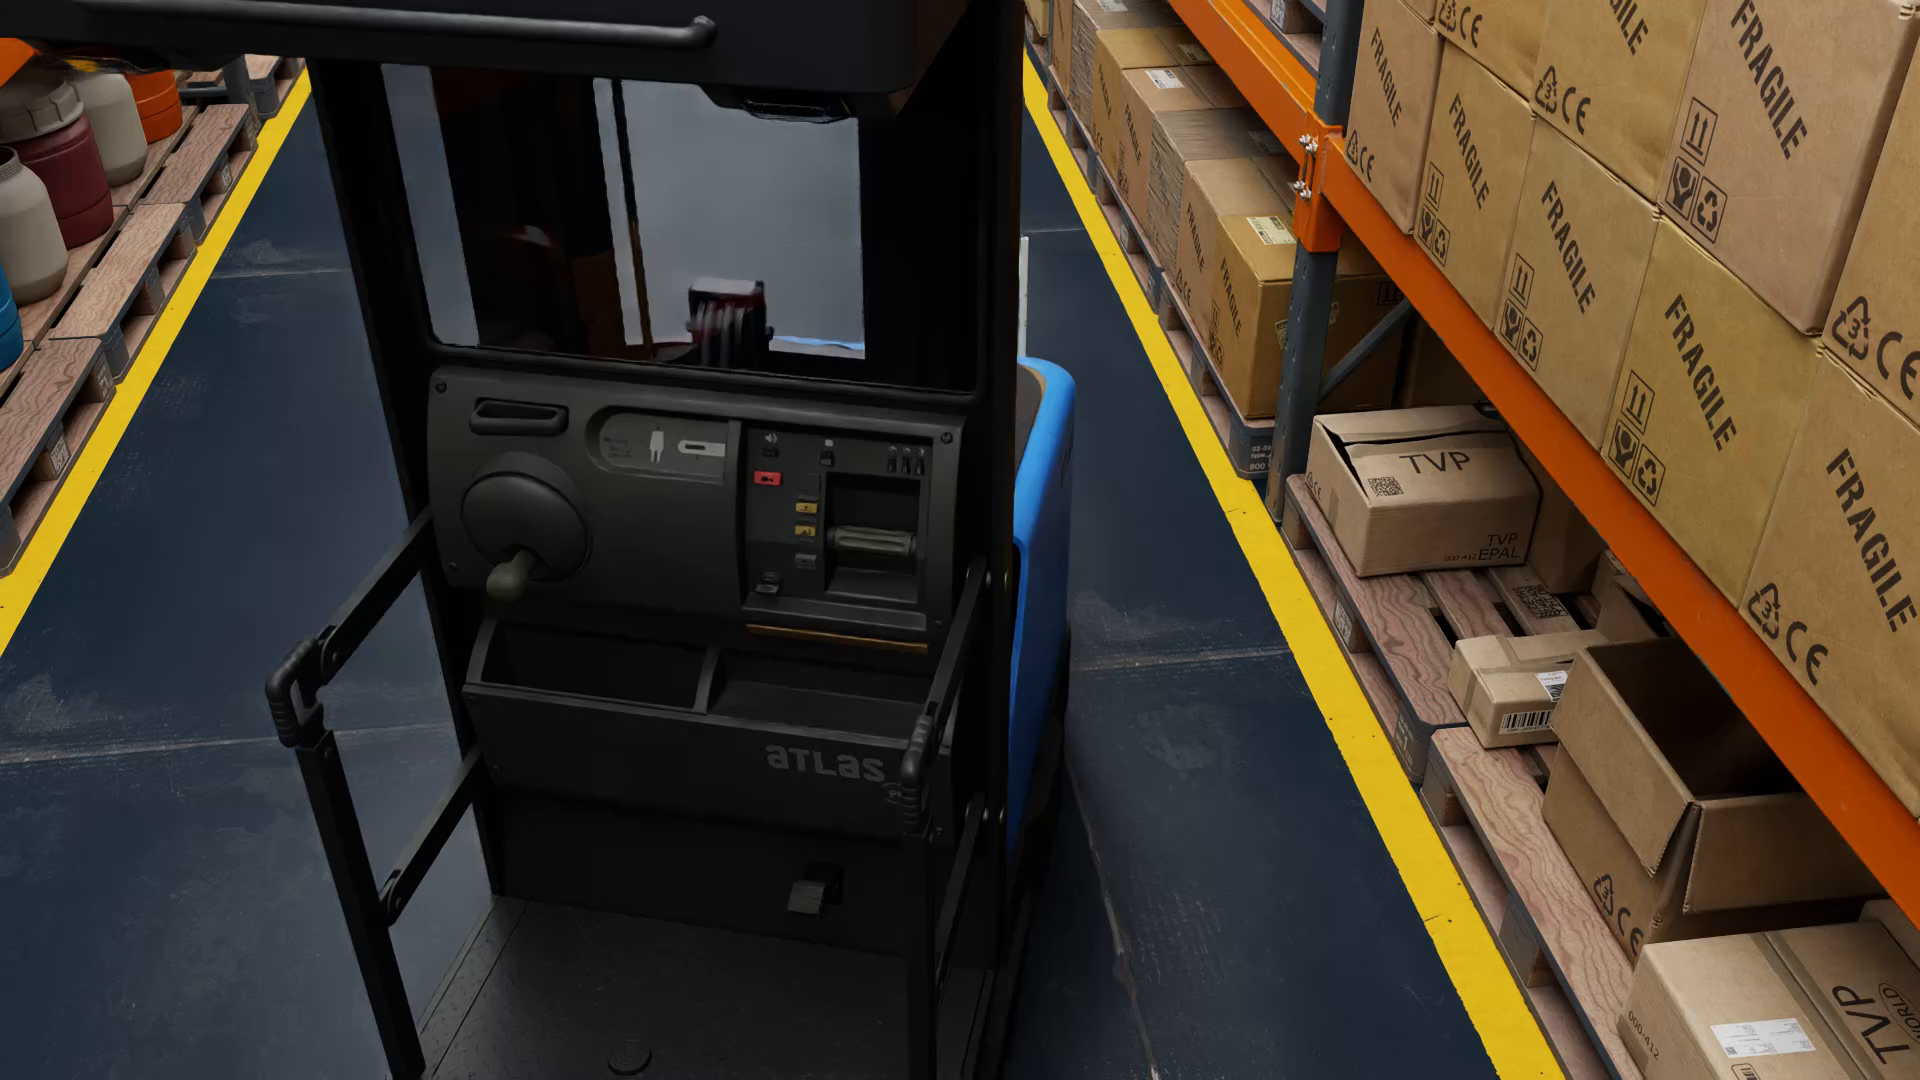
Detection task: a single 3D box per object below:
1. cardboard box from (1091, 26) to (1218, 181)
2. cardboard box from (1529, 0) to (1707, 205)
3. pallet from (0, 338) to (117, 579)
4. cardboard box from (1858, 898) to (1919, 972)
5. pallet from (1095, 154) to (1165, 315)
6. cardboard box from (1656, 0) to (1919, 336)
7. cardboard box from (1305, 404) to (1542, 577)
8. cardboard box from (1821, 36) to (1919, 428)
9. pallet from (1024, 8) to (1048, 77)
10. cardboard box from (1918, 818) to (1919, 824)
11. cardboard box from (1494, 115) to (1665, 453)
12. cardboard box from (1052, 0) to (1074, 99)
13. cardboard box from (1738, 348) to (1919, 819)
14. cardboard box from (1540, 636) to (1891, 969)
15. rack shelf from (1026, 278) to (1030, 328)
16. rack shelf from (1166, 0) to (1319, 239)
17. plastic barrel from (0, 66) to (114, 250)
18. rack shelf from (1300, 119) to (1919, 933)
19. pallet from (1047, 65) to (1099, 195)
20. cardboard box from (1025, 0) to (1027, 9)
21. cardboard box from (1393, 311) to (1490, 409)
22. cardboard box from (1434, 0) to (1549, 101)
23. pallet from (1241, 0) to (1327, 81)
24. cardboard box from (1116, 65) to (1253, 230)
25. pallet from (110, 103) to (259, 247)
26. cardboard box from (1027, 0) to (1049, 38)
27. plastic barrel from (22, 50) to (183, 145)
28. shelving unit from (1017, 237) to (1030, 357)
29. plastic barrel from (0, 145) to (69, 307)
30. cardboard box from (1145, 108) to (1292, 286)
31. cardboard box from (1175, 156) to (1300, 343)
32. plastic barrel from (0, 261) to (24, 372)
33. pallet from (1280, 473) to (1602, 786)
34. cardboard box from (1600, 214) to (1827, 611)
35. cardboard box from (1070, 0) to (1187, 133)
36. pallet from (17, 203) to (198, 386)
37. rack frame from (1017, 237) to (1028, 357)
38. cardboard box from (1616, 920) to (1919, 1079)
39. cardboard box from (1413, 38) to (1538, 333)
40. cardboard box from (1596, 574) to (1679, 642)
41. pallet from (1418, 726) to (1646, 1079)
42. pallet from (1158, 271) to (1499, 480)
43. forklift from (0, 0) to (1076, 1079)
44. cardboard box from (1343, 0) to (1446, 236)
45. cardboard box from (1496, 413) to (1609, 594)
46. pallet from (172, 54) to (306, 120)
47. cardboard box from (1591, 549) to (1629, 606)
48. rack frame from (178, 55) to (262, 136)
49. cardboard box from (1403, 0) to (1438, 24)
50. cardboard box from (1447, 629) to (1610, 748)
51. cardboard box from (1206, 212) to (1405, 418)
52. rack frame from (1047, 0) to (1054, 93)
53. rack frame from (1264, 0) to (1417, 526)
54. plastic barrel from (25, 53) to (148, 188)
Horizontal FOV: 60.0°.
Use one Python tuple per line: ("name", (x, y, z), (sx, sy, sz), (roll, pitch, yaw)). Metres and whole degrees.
("cardboard box", (0.873, -1.890, 7.189), (0.500, 0.500, 0.500), (-5, 35, -7))
("cardboard box", (1.417, -0.952, 3.007), (0.500, 0.500, 0.500), (-5, 35, -8))
("pallet", (-3.477, -0.265, 5.452), (1.003, 0.211, 1.213), (-4, 35, -6))
("cardboard box", (2.106, 0.947, 3.248), (0.500, 0.250, 0.500), (-4, 35, -6))
("pallet", (1.180, -1.338, 7.026), (1.003, 0.211, 1.213), (-4, 35, -6))
("cardboard box", (1.488, -0.664, 2.584), (0.500, 0.500, 0.500), (-3, 34, -5))
("cardboard box", (1.336, -0.177, 4.843), (0.500, 0.311, 0.500), (-4, 35, -6))
("cardboard box", (1.557, -0.378, 2.164), (0.500, 0.500, 0.500), (-3, 34, -5))
("pallet", (0.884, -2.899, 9.317), (1.003, 0.211, 1.213), (-4, 35, -6))
("cardboard box", (1.629, 0.315, 2.035), (0.500, 0.500, 0.500), (-4, 34, -6))
("cardboard box", (1.430, -0.528, 3.273), (0.500, 0.500, 0.500), (-5, 35, -7))
("cardboard box", (0.734, -2.462, 8.028), (0.500, 0.500, 0.500), (-3, 34, -4))
("cardboard box", (1.567, 0.037, 2.444), (0.500, 0.500, 0.500), (-4, 34, -6))
("cardboard box", (1.752, 0.541, 3.619), (0.797, 0.503, 0.637), (-4, 35, -6))
("rack shelf", (0.022, -0.747, 4.542), (0.258, 0.148, 0.480), (-4, 35, -6))
("rack shelf", (1.225, -2.176, 6.418), (1.077, 0.370, 4.000), (-4, 35, -6))
("plastic barrel", (-3.718, -1.491, 6.543), (0.600, 0.588, 0.708), (-4, 35, -6))
("rack shelf", (1.763, 0.056, 3.142), (1.077, 0.370, 4.000), (-4, 35, -6))
("pallet", (1.019, -2.017, 8.023), (1.003, 0.211, 1.213), (-4, 35, -6))
("cardboard box", (0.571, -3.189, 9.334), (0.500, 0.250, 0.500), (-5, 35, -7))
("cardboard box", (1.671, -0.794, 5.581), (0.500, 0.500, 0.500), (-6, 35, -9))
("cardboard box", (1.349, -1.239, 3.428), (0.500, 0.500, 0.500), (-5, 35, -8))
("pallet", (1.495, -1.732, 5.298), (1.003, 0.211, 1.213), (-4, 35, -6))
("cardboard box", (0.948, -1.599, 6.762), (0.500, 0.500, 0.500), (-5, 35, -8))
("pallet", (-3.805, -1.627, 7.450), (1.003, 0.211, 1.213), (-4, 35, -6))
("cardboard box", (0.644, -2.901, 8.913), (0.500, 0.250, 0.500), (-4, 34, -5))
("plastic barrel", (-3.870, -2.221, 7.400), (0.600, 0.830, 0.708), (-4, 35, -6))
("shelving unit", (0.022, -0.403, 4.777), (0.258, 1.200, 0.503), (-4, 35, -6))
("plastic barrel", (-3.553, -1.151, 6.112), (0.421, 0.512, 0.421), (0, 34, 0))
("cardboard box", (1.019, -1.316, 6.346), (0.500, 0.500, 0.500), (-4, 34, -6))
("cardboard box", (1.086, -1.036, 5.936), (0.500, 0.500, 0.500), (-4, 35, -6))
("plastic barrel", (-3.566, -0.990, 5.530), (0.600, 0.901, 0.708), (-4, 35, -6))
("pallet", (1.586, 0.179, 4.800), (1.003, 0.211, 1.213), (-4, 35, -6))
("cardboard box", (1.500, -0.245, 2.857), (0.500, 0.500, 0.500), (-5, 35, -7))
("cardboard box", (0.810, -2.171, 7.600), (0.500, 0.500, 0.500), (-6, 35, -8))
("pallet", (-3.644, -0.948, 6.453), (1.003, 0.211, 1.213), (-4, 35, -6))
("rack frame", (0.055, -0.267, 4.577), (0.240, 1.200, 0.015), (-4, 35, -6))
("cardboard box", (1.617, 1.013, 3.152), (0.500, 0.250, 0.500), (-4, 35, -6))
("cardboard box", (1.365, -0.808, 3.683), (0.500, 0.500, 0.500), (-4, 34, -6))
("cardboard box", (1.953, 0.287, 4.162), (0.500, 0.311, 0.500), (-4, 35, -6))
("pallet", (1.753, 0.861, 3.799), (1.003, 0.211, 1.213), (-4, 35, -6))
("pallet", (1.348, -0.656, 6.025), (1.003, 0.211, 1.213), (-4, 35, -6))
("forklift", (-0.497, 0.005, 2.640), (1.130, 2.935, 3.031), (6, 35, 9))
("cardboard box", (1.293, -1.093, 4.102), (0.500, 0.500, 0.500), (-4, 34, -5))
("cardboard box", (1.852, -0.209, 4.723), (0.500, 0.500, 0.500), (-4, 35, -6))
("pallet", (-4.018, -2.499, 8.729), (1.003, 0.211, 1.213), (-4, 35, -6))
("cardboard box", (1.962, 0.141, 4.521), (0.380, 0.149, 0.250), (-4, 35, -6))
("rack frame", (-3.952, -3.216, 7.305), (1.000, 3.000, 0.127), (-4, 35, -6))
("cardboard box", (1.279, -1.527, 3.851), (0.500, 0.500, 0.500), (-4, 34, -5))
("cardboard box", (1.463, 0.365, 4.177), (0.380, 0.166, 0.250), (-4, 35, -6))
("cardboard box", (1.144, -0.759, 5.530), (0.500, 0.500, 0.500), (-5, 35, -7))
("rack frame", (0.956, -3.589, 7.853), (1.000, 3.000, 0.127), (-4, 35, -6))
("rack frame", (1.494, -1.357, 4.577), (1.000, 3.000, 0.127), (-4, 35, -6))
("plastic barrel", (-3.705, -1.781, 7.037), (0.421, 0.512, 0.421), (0, 34, 0))
